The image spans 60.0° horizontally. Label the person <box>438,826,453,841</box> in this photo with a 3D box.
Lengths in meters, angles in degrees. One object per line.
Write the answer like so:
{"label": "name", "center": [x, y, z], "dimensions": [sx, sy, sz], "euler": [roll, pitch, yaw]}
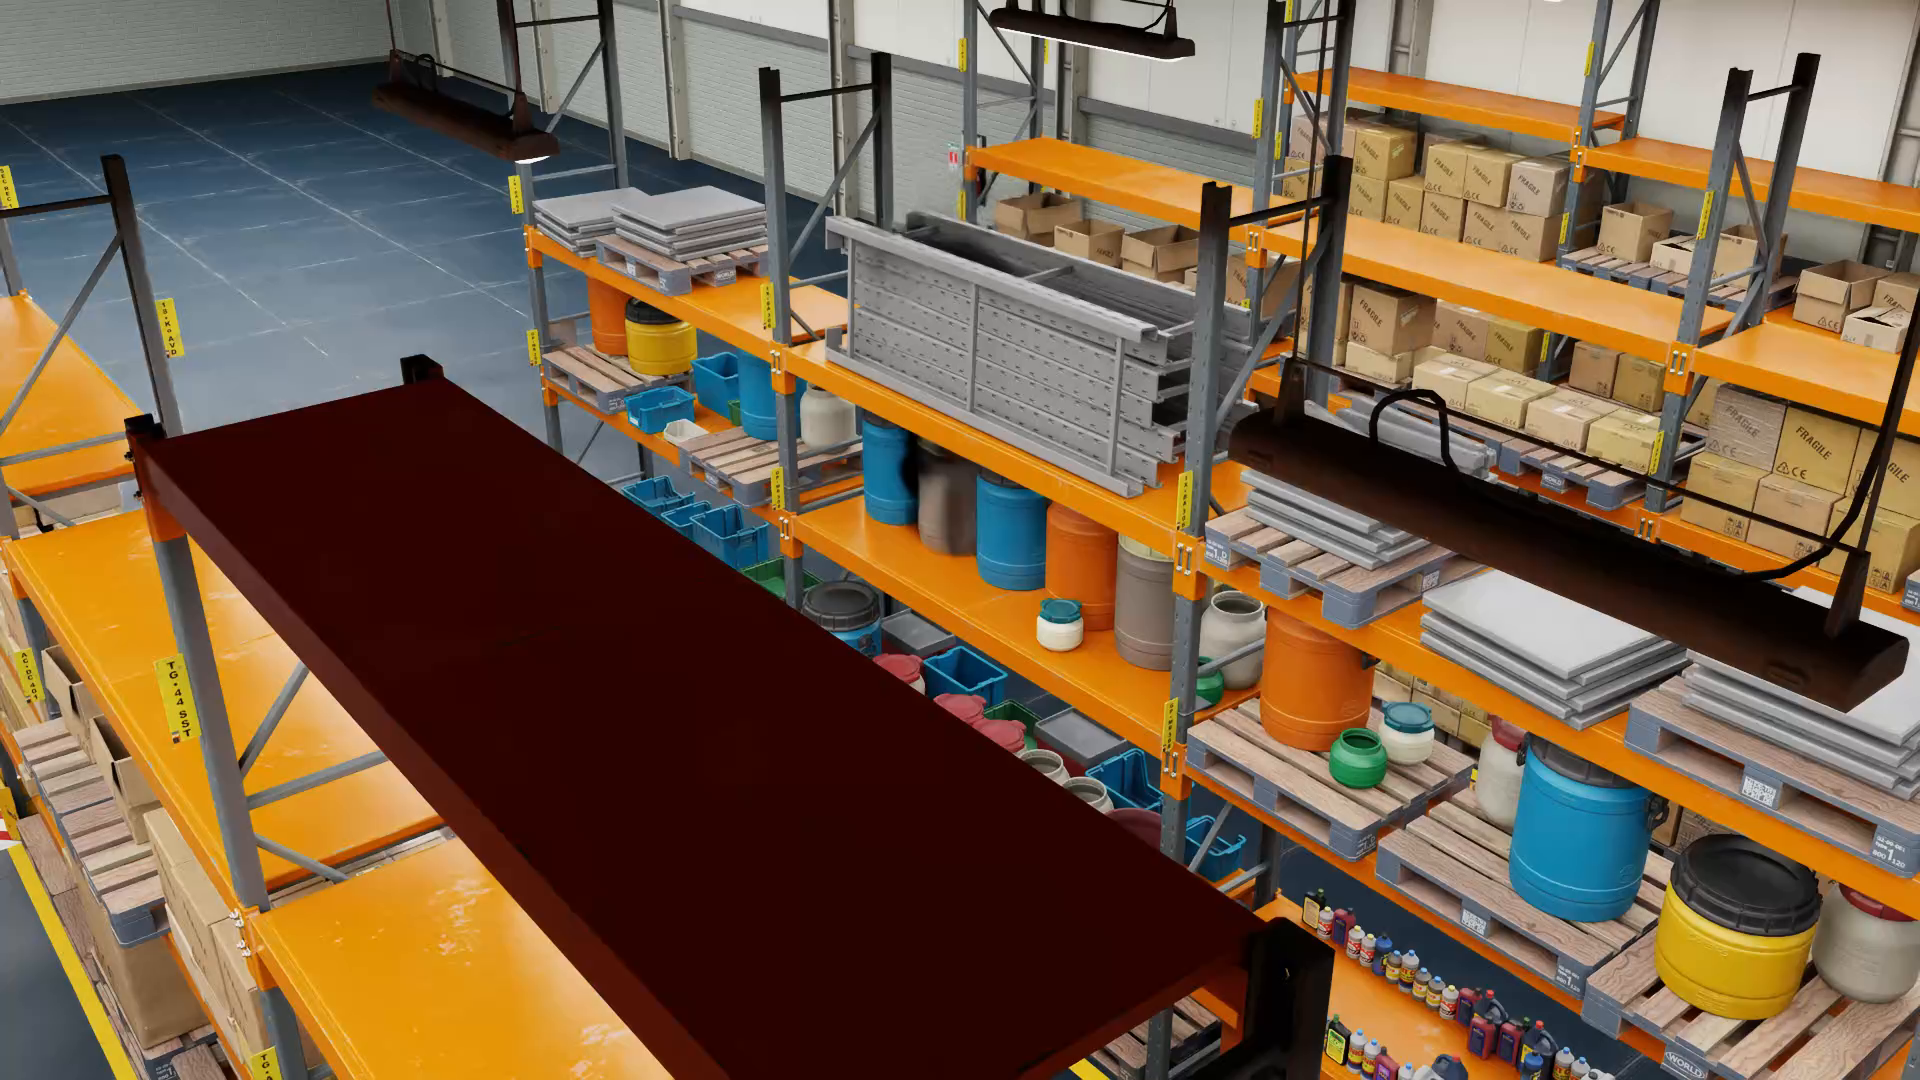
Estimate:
{"label": "person", "center": [-3.713, 2.024, 11.436], "dimensions": [0.876, 1.791, 0.673], "euler": [22, 34, 38]}
